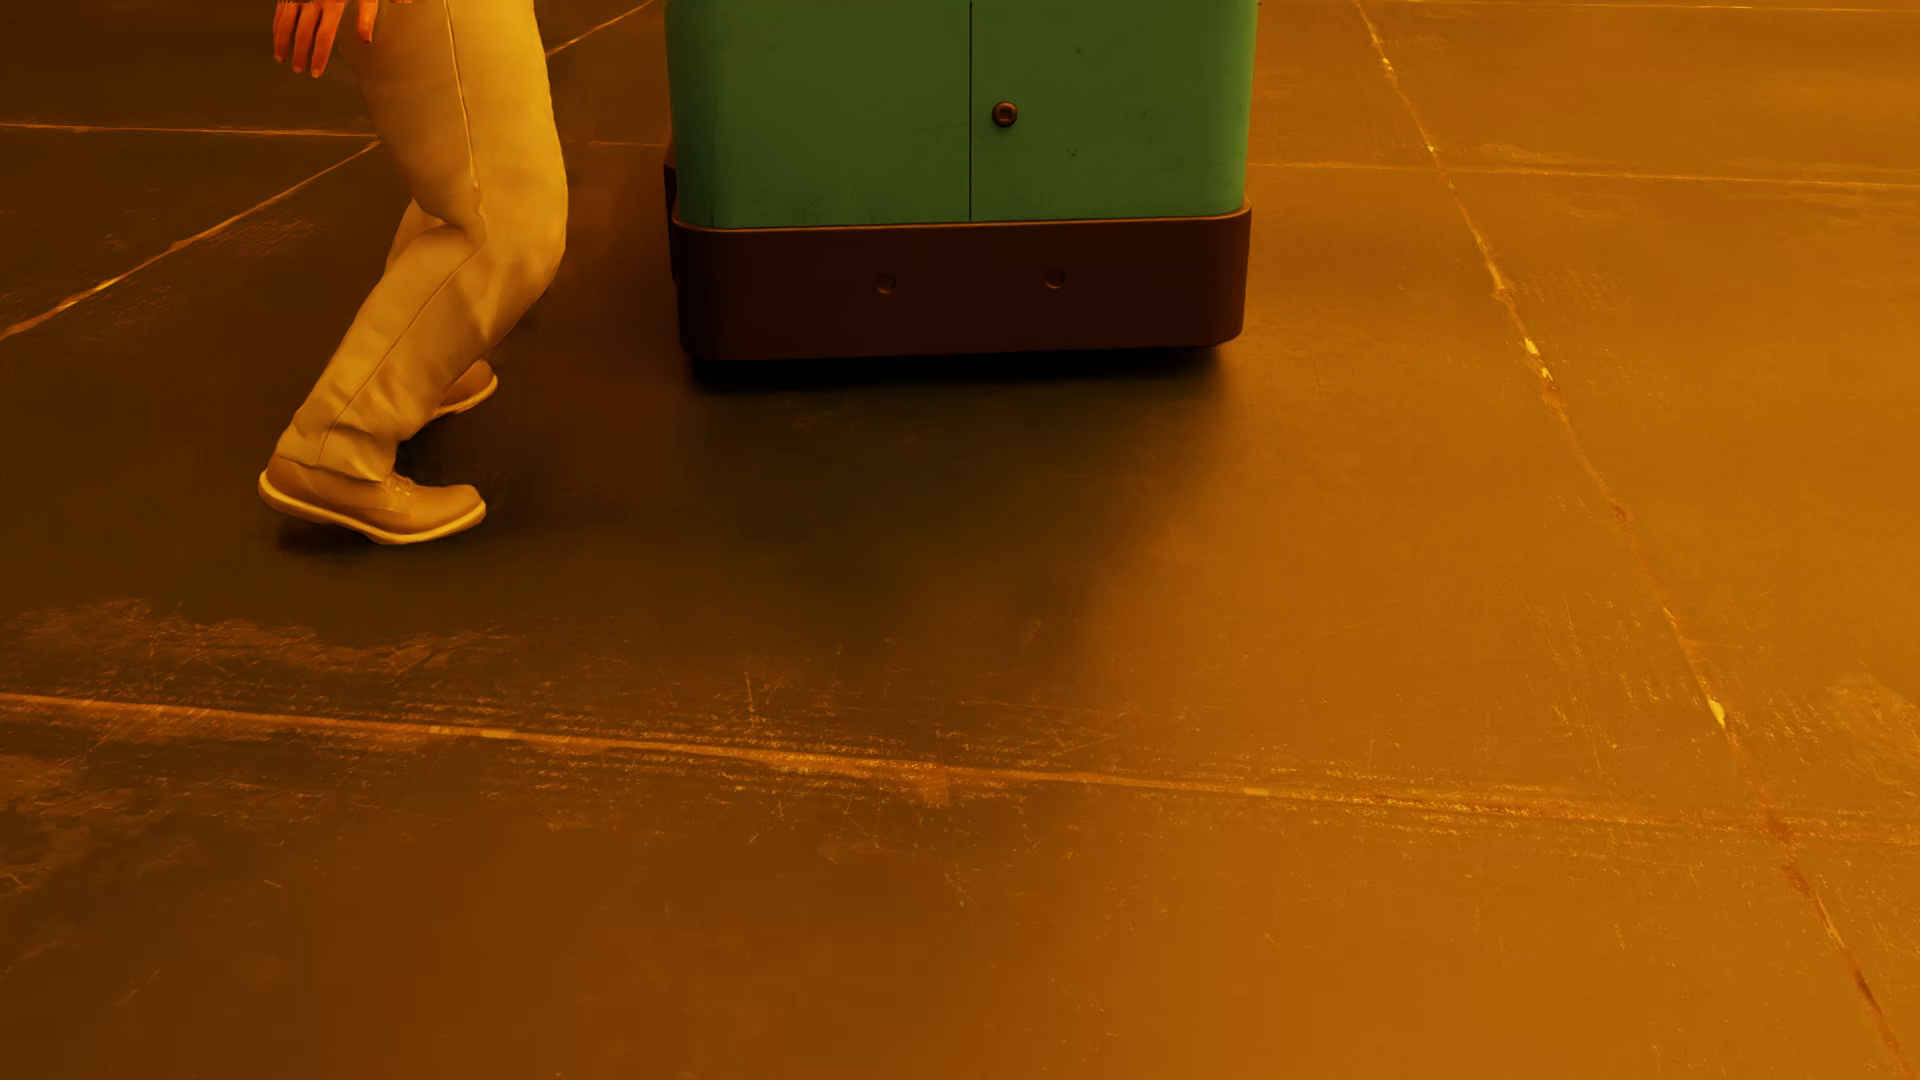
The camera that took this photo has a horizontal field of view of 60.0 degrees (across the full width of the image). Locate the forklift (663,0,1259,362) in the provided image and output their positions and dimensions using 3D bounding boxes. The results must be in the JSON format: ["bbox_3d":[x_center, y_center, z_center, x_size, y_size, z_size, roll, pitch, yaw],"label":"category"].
[{"bbox_3d":[-0.124,-2.257,3.741,1.130,2.935,3.031,-2,27,-5],"label":"forklift"}]

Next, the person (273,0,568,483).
[{"bbox_3d":[-49569.876,-2946.793,5906.874,91009.202,2.662,41473.164,-8,28,-15],"label":"person"}]
